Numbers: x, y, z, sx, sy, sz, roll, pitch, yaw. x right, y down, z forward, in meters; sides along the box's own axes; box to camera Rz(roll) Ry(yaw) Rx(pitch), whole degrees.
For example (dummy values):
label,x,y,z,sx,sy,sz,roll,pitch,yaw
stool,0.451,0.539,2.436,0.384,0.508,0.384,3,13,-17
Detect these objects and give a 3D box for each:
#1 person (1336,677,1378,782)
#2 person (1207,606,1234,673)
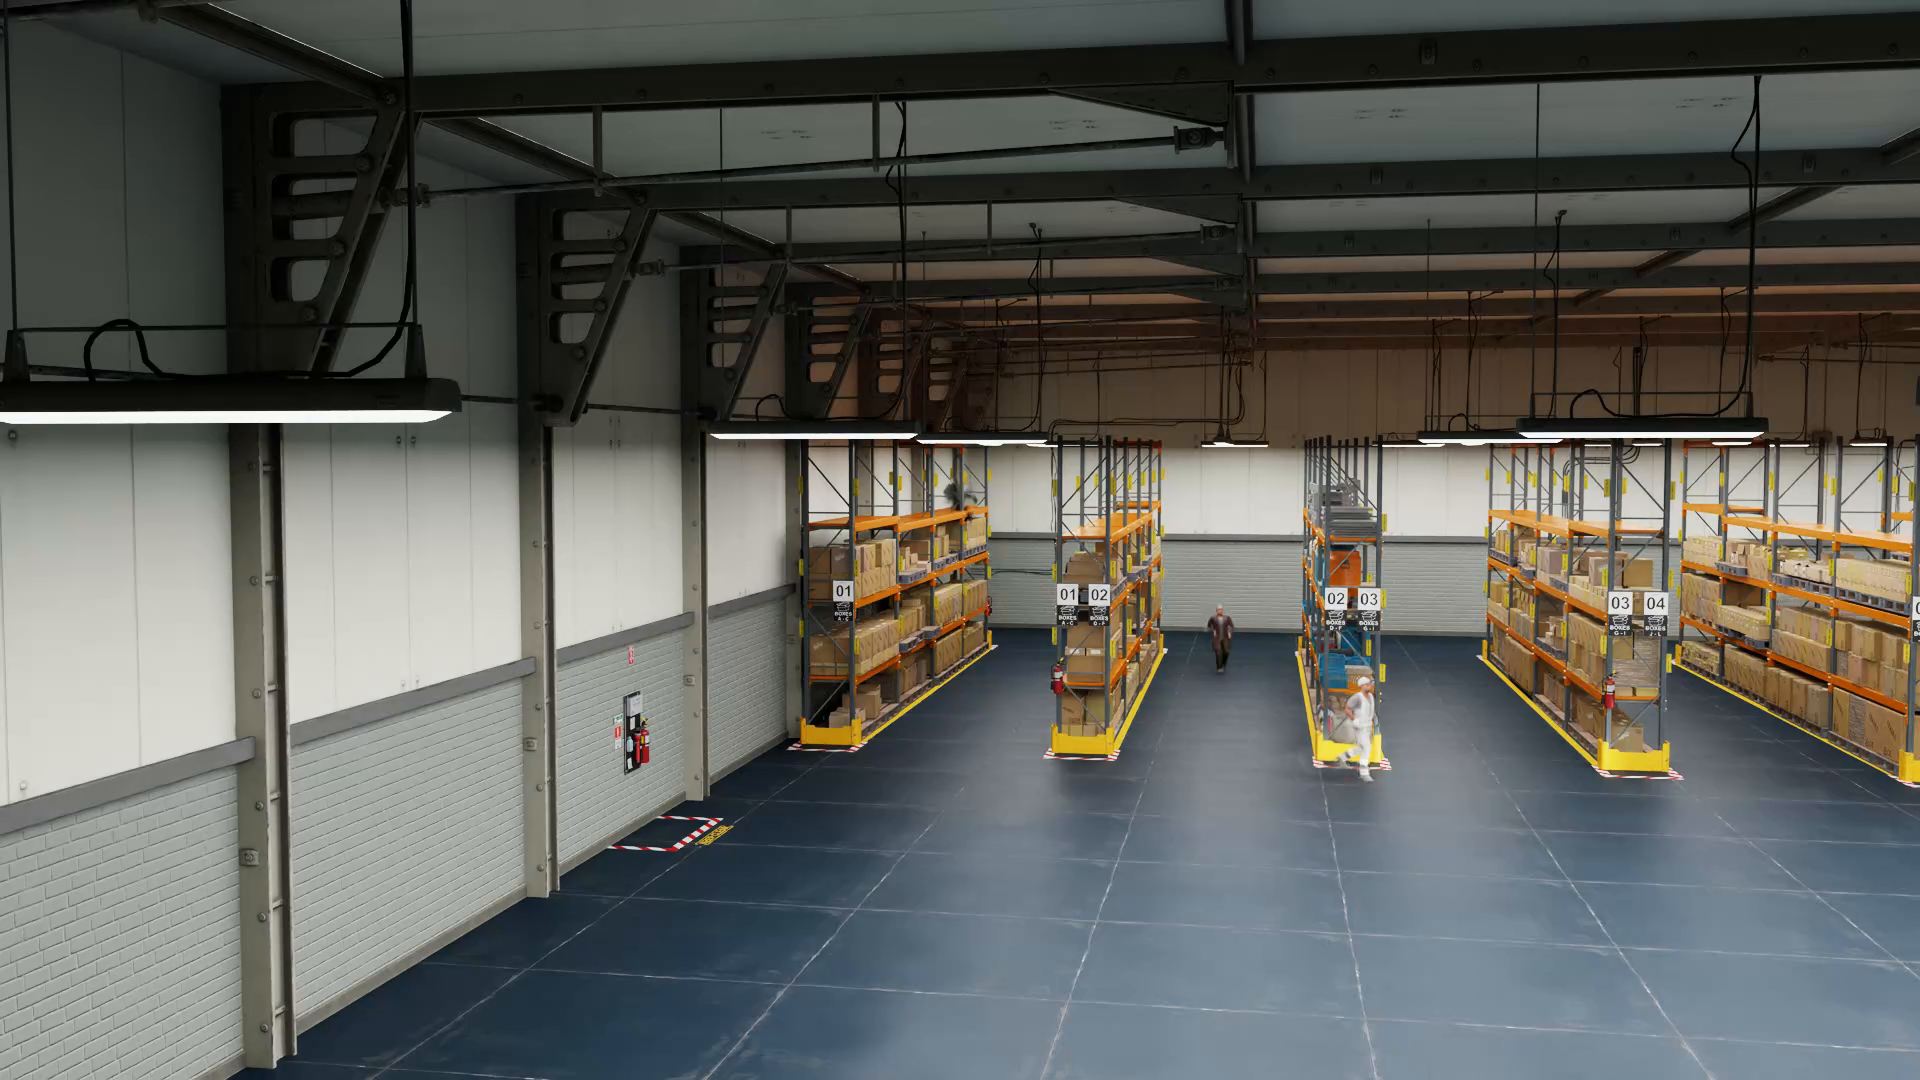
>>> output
label,x,y,z,sx,sy,sz,roll,pitch,yaw
person,6.938,3.273,29.033,0.524,1.803,0.799,-3,4,-42
person,6.667,2.546,42.471,0.682,1.735,0.654,0,3,3
